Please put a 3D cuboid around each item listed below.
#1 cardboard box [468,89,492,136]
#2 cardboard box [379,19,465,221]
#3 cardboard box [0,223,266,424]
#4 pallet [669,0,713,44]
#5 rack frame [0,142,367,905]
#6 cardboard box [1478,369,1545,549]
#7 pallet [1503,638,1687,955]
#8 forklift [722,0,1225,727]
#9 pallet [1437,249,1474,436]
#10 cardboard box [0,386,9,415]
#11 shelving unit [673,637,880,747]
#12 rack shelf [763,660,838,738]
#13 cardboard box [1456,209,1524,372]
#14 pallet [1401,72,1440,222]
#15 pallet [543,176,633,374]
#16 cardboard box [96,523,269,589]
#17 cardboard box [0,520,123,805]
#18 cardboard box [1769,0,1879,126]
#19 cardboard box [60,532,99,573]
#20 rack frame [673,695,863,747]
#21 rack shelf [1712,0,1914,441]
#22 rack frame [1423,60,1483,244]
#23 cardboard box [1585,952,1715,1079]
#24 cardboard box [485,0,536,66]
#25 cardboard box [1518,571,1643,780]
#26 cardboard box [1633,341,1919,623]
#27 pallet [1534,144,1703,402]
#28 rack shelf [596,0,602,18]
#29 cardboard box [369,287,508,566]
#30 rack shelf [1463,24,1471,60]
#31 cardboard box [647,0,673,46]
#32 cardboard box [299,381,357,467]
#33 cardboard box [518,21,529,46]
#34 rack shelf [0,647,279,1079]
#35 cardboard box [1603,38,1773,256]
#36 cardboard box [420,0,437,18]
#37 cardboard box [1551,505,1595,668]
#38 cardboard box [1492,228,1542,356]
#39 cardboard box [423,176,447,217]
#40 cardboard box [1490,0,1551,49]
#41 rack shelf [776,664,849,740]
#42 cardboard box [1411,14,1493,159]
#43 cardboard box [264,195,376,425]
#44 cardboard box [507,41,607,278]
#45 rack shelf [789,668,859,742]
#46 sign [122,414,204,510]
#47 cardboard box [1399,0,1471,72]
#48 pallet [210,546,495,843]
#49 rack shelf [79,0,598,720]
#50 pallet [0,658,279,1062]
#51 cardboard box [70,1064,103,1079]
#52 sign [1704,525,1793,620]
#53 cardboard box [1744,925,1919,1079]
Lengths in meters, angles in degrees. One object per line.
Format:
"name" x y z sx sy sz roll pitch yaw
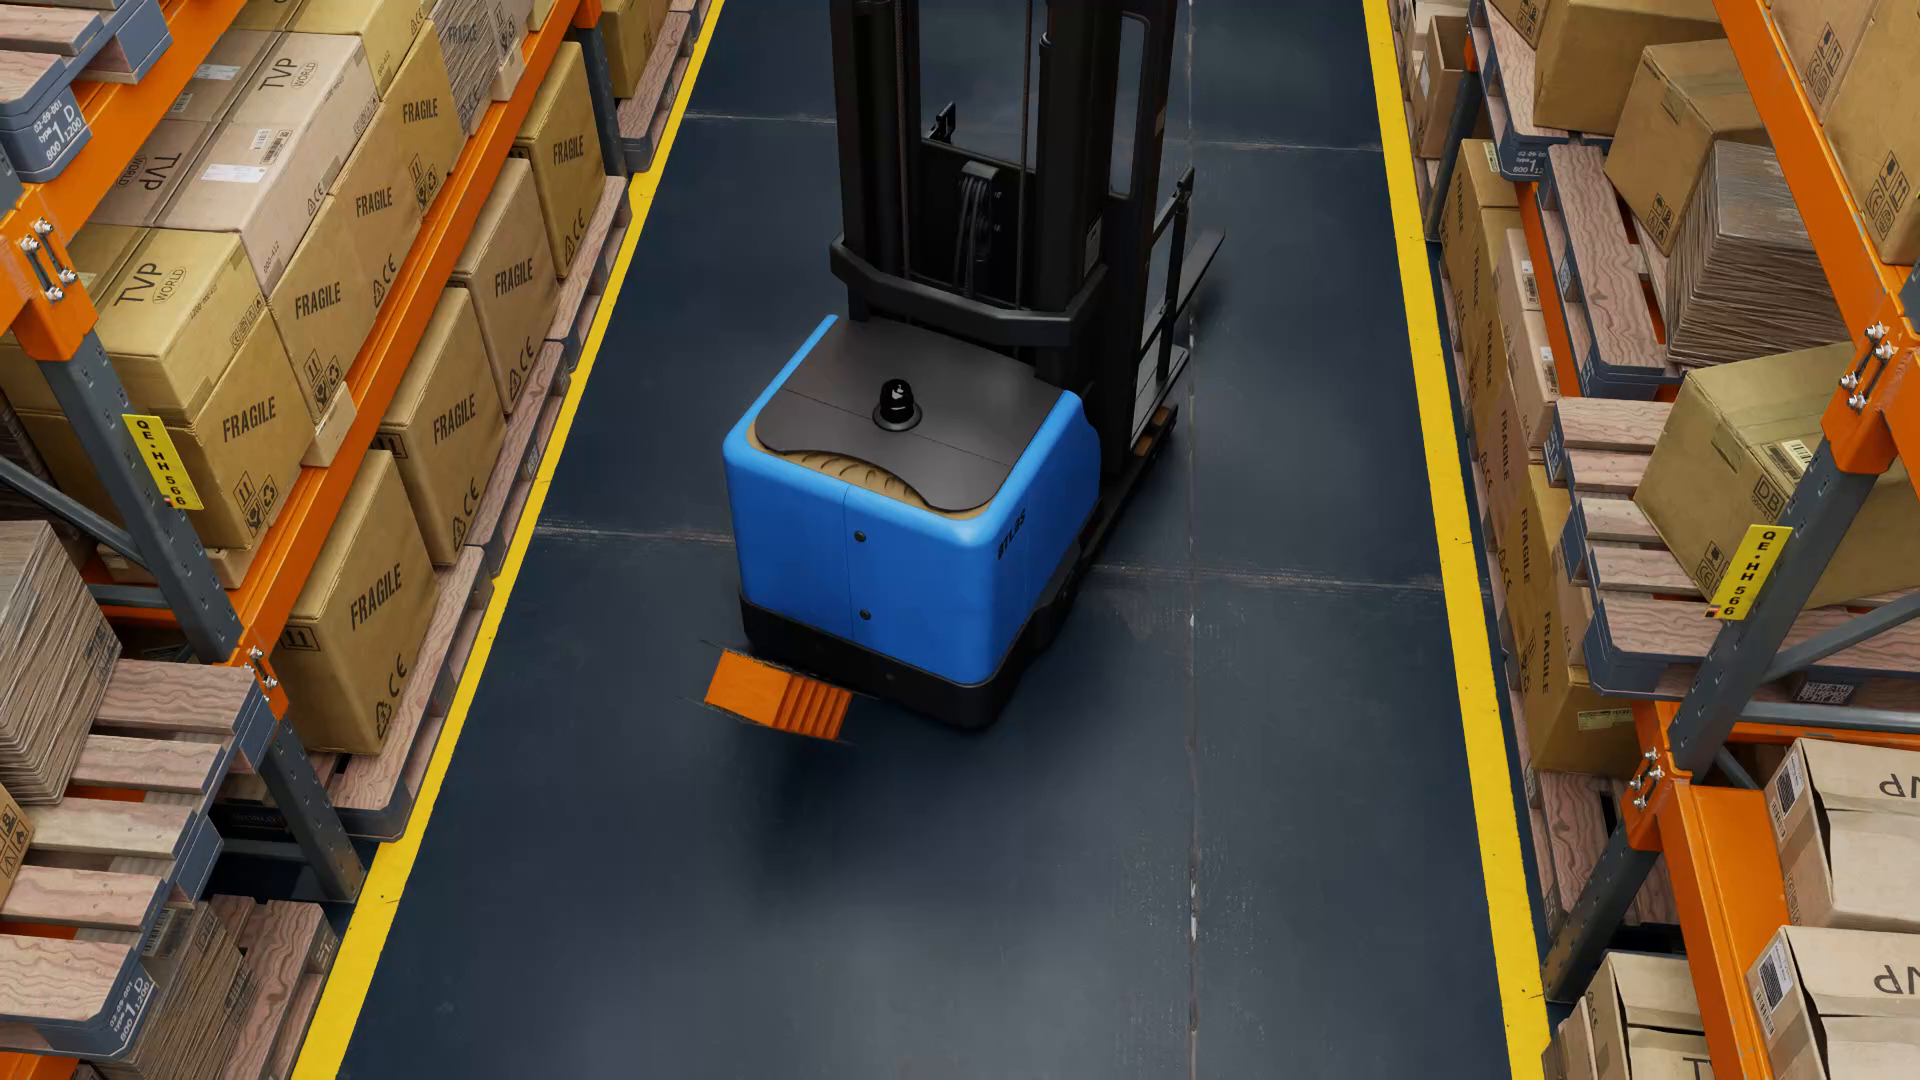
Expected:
"cardboard box" -2.043 -1.703 6.432 0.380 0.149 0.250 4 48 4
"cardboard box" -2.094 -1.470 5.779 0.500 0.500 0.500 5 48 5
"cardboard box" -2.235 -0.589 4.464 0.500 0.250 0.500 5 48 4
"pallet" -1.916 -3.308 9.632 1.003 0.211 1.213 4 48 4
"rack frame" -2.536 0.143 4.587 1.000 3.000 0.127 4 48 4
"cardboard box" 2.338 -0.301 6.388 0.500 0.500 0.500 2 48 2
"pallet" 2.503 0.868 5.813 1.003 0.211 1.213 4 48 4
"forklift" 0.277 -1.407 6.051 1.130 2.935 3.031 20 51 17
"pallet" 2.725 -0.925 7.453 1.003 0.211 1.213 4 48 4
"cardboard box" -2.753 -0.602 4.477 0.500 0.250 0.500 5 48 5
"shelving unit" -0.576 0.524 5.526 0.258 1.200 0.189 19 85 17
"rack shelf" -0.565 0.532 5.569 0.258 0.103 0.180 19 85 17
"cardboard box" 2.437 -1.039 7.063 0.500 0.500 0.500 4 48 4
"pallet" 2.825 -2.029 8.463 1.003 0.211 1.213 4 48 4
"pallet" -2.167 -1.283 7.781 1.003 0.211 1.213 4 48 4
"cardboard box" -2.276 -0.005 4.879 0.380 0.149 0.250 3 48 3
"cardboard box" -2.569 0.307 4.071 0.700 0.500 0.500 -1 48 -1
"cardboard box" 2.450 -1.270 3.779 0.910 0.500 0.500 4 48 4
"cardboard box" -2.762 -0.036 4.906 0.380 0.149 0.250 5 48 4
"rack frame" -0.608 0.609 5.518 0.240 1.200 0.006 19 85 17
"rack shelf" 2.579 -1.766 4.787 1.077 0.370 4.000 4 48 4
"rack frame" 2.762 -2.466 6.973 1.000 3.000 0.127 4 48 4
"cardboard box" 2.057 1.435 4.603 0.500 0.311 0.500 5 48 5
"cardboard box" -1.999 -2.206 6.452 0.500 0.500 0.500 4 48 4
"cardboard box" 2.249 0.465 5.687 0.500 0.500 0.500 6 48 5
"cardboard box" 2.342 -0.173 4.523 0.700 0.500 0.500 -11 48 -10
"pallet" 2.570 -0.891 5.662 1.003 0.211 1.213 4 48 4
"rack shelf" -1.989 -4.023 8.885 1.077 0.370 4.000 4 48 4
"cardboard box" -2.252 -0.448 6.299 0.750 0.750 0.750 4 48 3
"rack shelf" 2.944 -3.693 8.582 1.077 0.370 4.000 4 48 4
"cardboard box" -1.952 -3.006 8.876 0.700 0.500 0.500 3 48 3
"cardboard box" -2.135 -0.380 5.221 0.380 0.149 0.250 5 48 5
"cardboard box" -1.989 -2.077 6.773 0.380 0.149 0.250 5 48 5
"rack shelf" -2.719 1.855 3.508 1.077 0.370 4.000 4 48 4
"cardboard box" 2.662 -1.339 5.590 0.700 0.500 0.500 -7 48 -6
"cardboard box" -2.062 -2.080 5.829 0.500 0.250 0.500 5 48 4
"cardboard box" 2.250 0.171 5.449 0.500 0.250 0.500 6 48 5
"cardboard box" 2.384 -0.950 6.474 0.500 0.250 0.500 4 48 4
"cardboard box" -2.116 -1.326 6.087 0.380 0.149 0.250 5 48 5
"cardboard box" 2.496 -2.308 6.476 0.700 0.500 0.500 -11 48 -10
"rack shelf" -0.537 0.553 5.683 0.258 0.103 0.180 19 85 17
"cardboard box" 2.531 -2.209 8.133 0.500 0.500 0.500 4 48 4
"cardboard box" -2.180 -0.722 5.095 0.500 0.500 0.500 5 48 5
"cardboard box" -2.102 -1.726 7.468 0.750 0.750 0.750 4 48 4
"rack shelf" -0.508 0.574 5.798 0.258 0.103 0.180 19 85 17
"sign" -1.995 -0.192 4.161 0.100 0.325 0.005 4 48 4
"cardboard box" 2.599 -2.696 8.707 0.500 0.311 0.500 4 48 4
"pallet" -2.389 0.510 6.141 1.003 0.211 1.213 4 48 4
"rack shelf" -2.354 -1.084 6.196 1.077 0.370 4.000 4 48 4
"pallet" -2.495 0.738 4.172 1.213 0.211 1.003 4 48 4
"cardboard box" -2.713 1.741 4.520 0.700 0.500 0.500 4 48 3
"sign" 1.856 0.080 3.913 0.100 0.325 0.005 4 48 4
"cardboard box" 2.123 1.148 3.728 0.500 0.311 0.500 3 48 3
